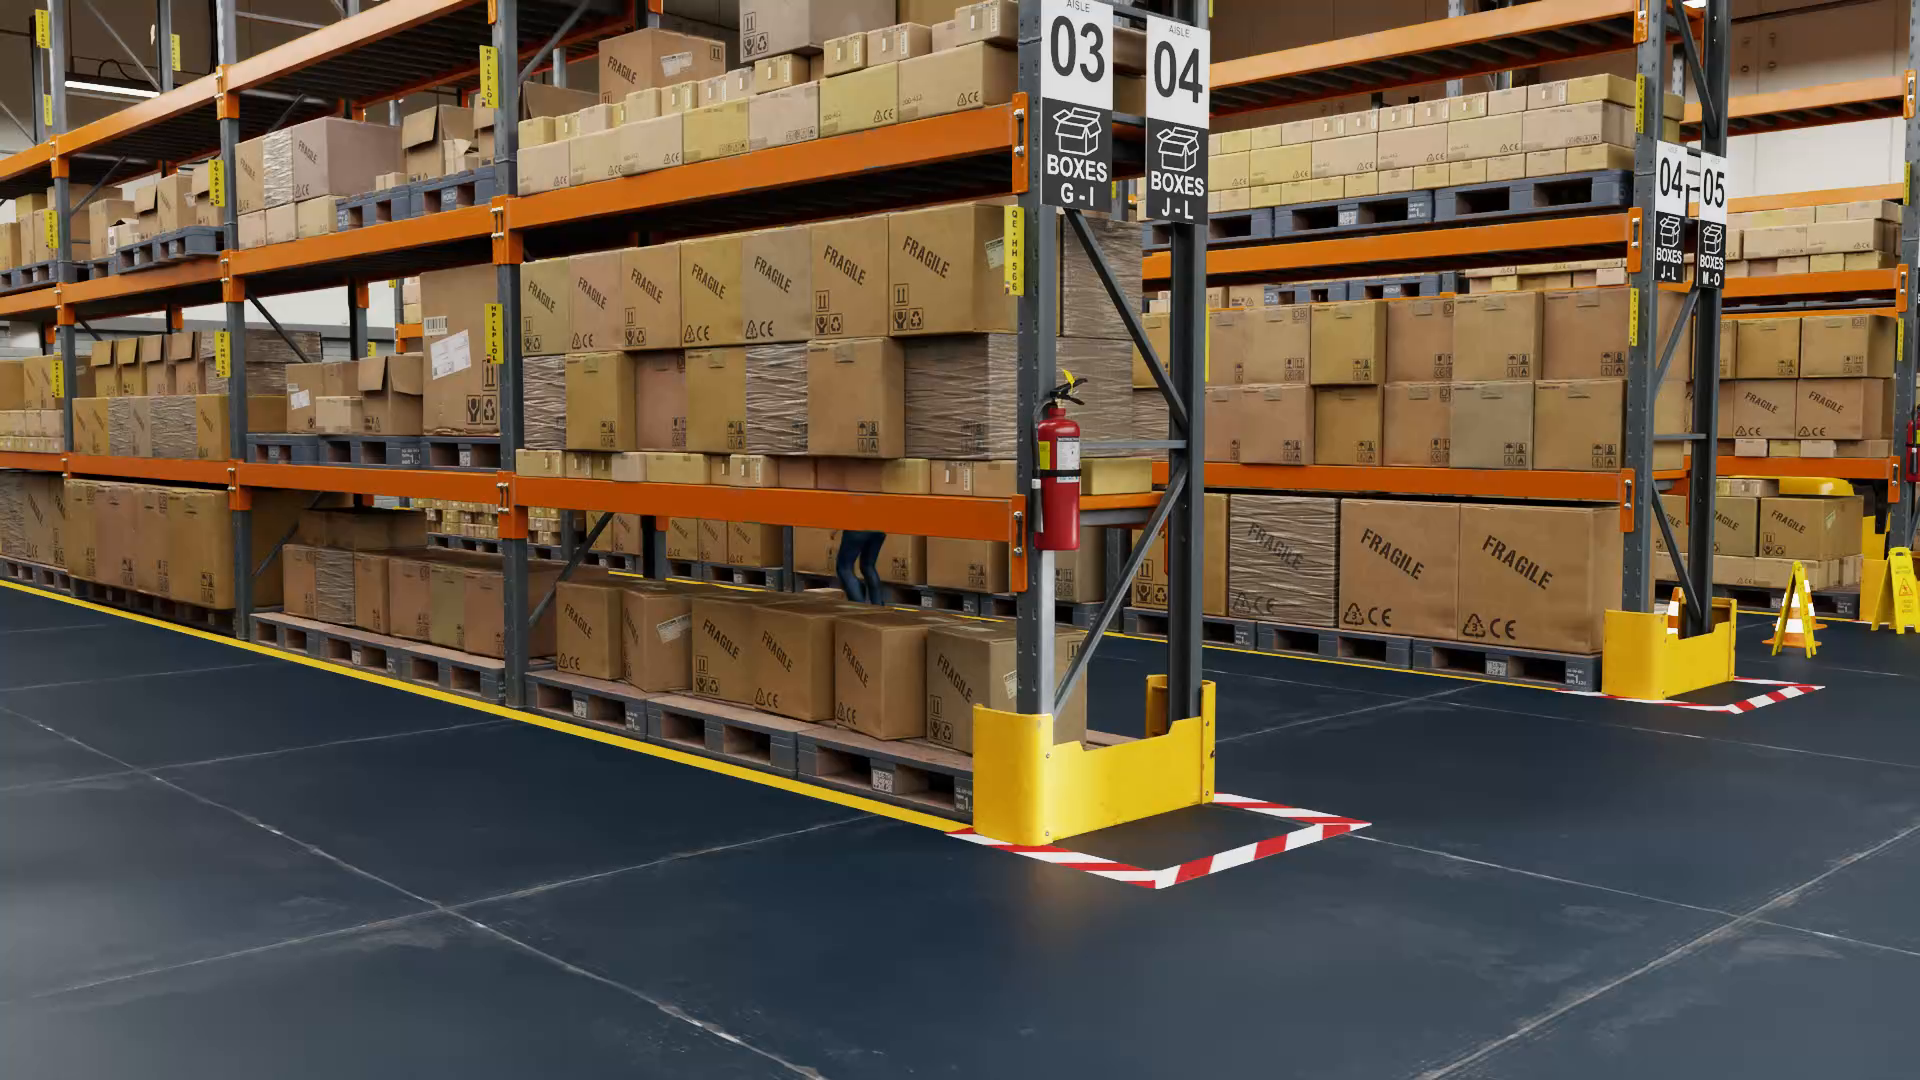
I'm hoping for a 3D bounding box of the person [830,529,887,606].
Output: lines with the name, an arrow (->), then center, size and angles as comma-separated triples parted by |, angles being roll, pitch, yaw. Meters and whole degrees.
person -> -0.782, -0.078, 12.940 | 0.433, 1.523, 0.417 | -4, 6, -42
